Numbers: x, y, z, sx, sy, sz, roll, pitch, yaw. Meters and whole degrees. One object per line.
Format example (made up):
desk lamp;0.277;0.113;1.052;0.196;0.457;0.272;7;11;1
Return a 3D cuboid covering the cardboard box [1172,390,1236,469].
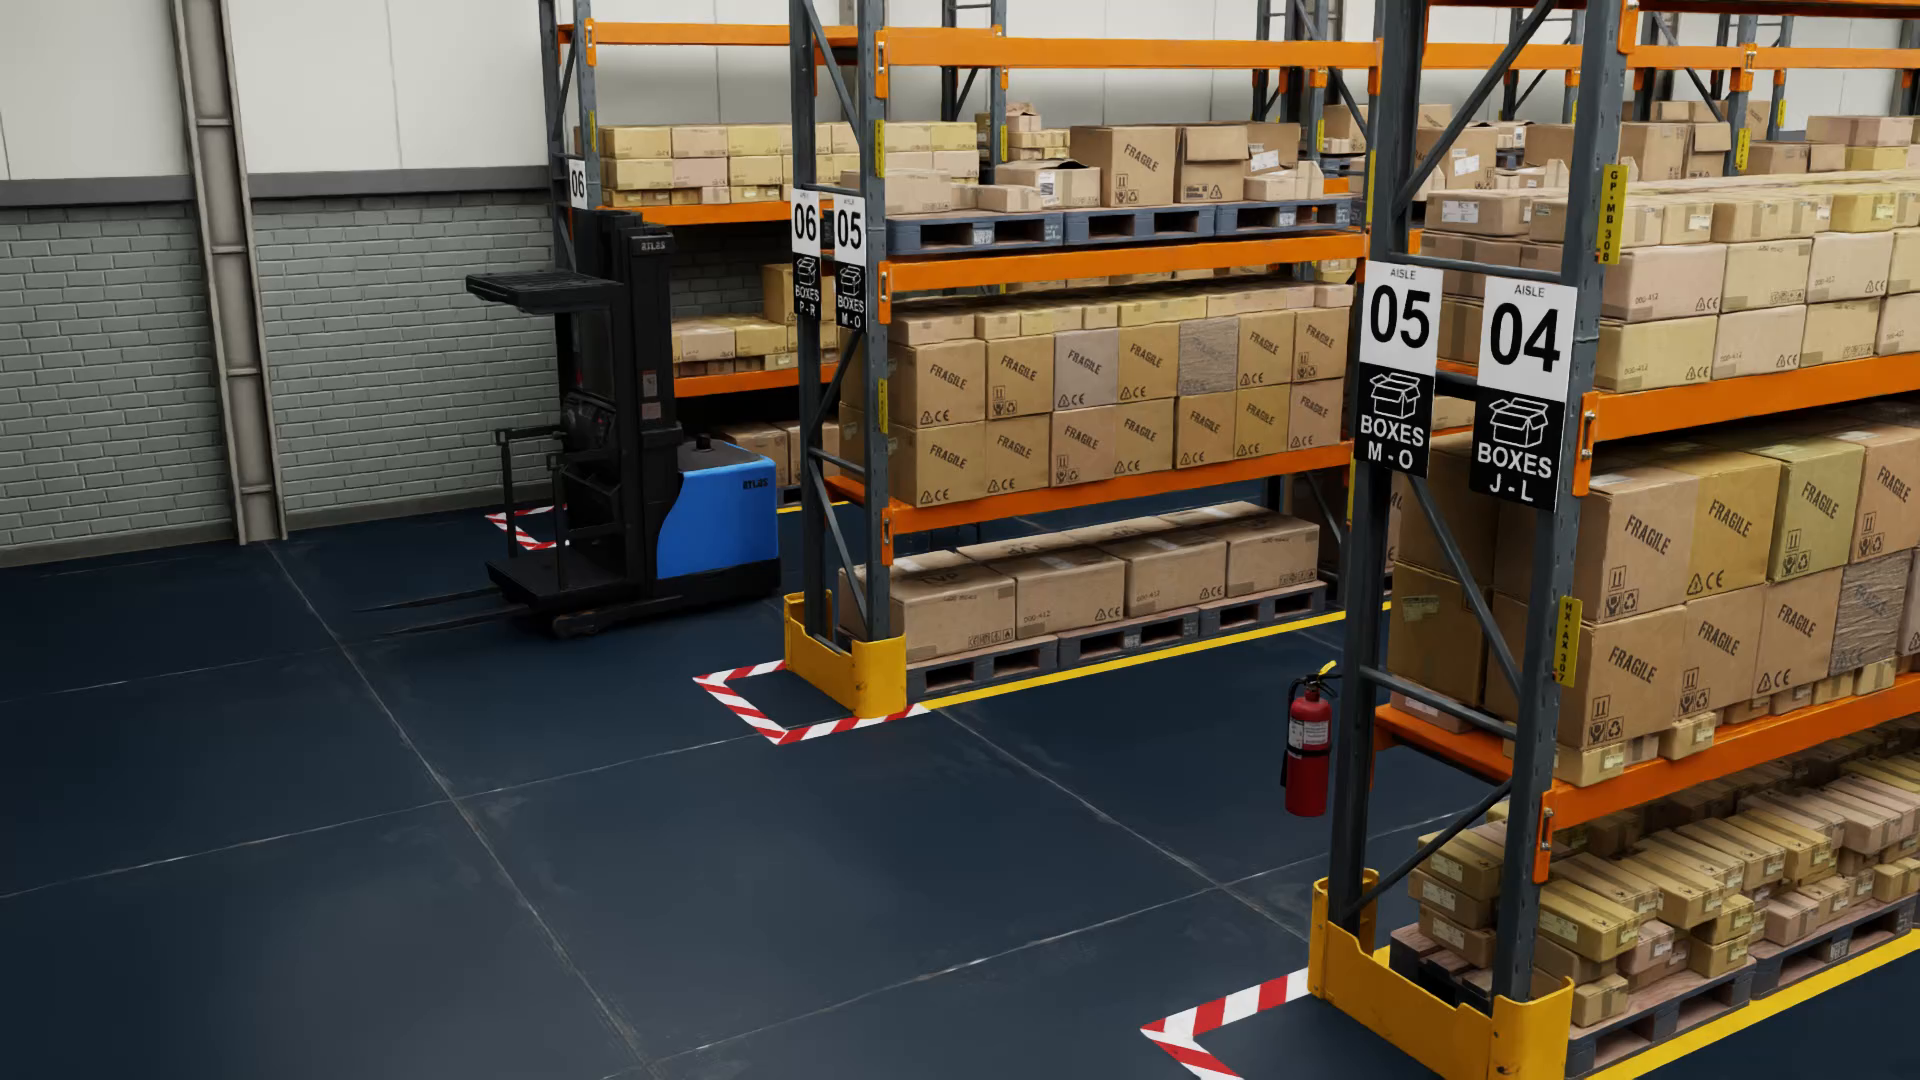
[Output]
cardboard box;1.558;-0.813;11.567;0.500;0.500;0.500;-10;18;-31

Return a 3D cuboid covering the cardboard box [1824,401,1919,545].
cardboard box;4.171;-0.307;7.359;0.500;0.500;0.500;-9;18;-28

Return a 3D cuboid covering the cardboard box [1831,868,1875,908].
cardboard box;4.015;1.565;7.772;0.250;0.149;0.380;-9;18;-29

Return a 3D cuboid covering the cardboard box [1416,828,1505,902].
cardboard box;2.216;1.405;7.243;0.250;0.149;0.380;-9;18;-29

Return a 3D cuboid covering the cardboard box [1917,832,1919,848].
cardboard box;4.504;1.335;8.041;0.250;0.149;0.380;-9;18;-29

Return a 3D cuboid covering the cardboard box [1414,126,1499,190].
cardboard box;3.590;-2.784;12.265;0.500;0.500;0.500;-10;18;-31

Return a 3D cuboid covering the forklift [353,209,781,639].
forklift;-2.885;-0.865;12.065;3.031;2.935;1.130;-11;19;-34

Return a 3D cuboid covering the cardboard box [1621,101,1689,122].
cardboard box;8.708;-5.285;20.995;0.637;0.503;0.797;-9;18;-28

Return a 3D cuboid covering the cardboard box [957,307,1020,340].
cardboard box;0.174;-1.368;10.493;0.250;0.149;0.380;-9;18;-28

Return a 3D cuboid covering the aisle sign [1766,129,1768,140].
aisle sign;10.620;-5.043;22.027;0.004;0.787;0.394;-9;18;-30

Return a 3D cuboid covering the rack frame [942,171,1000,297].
rack frame;0.126;-2.182;16.637;0.127;3.000;1.000;-9;18;-30

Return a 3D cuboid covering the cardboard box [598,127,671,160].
cardboard box;-2.793;-3.386;14.174;0.500;0.250;0.500;-9;18;-30

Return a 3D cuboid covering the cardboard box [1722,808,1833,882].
cardboard box;3.635;1.355;7.420;0.250;0.149;0.380;-9;18;-29

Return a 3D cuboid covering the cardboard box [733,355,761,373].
cardboard box;-2.005;-1.637;15.159;0.250;0.149;0.380;-9;18;-29

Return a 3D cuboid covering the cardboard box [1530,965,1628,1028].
cardboard box;2.507;1.825;6.847;0.250;0.149;0.380;-9;18;-29

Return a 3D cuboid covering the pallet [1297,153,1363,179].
pallet;4.091;-4.207;18.652;1.003;0.211;1.213;-8;18;-27

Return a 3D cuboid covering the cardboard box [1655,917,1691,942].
cardboard box;2.902;1.587;7.143;0.250;0.149;0.380;-9;18;-29

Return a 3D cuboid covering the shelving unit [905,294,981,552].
shelving unit;-0.142;-0.988;14.044;0.503;2.100;0.431;-9;18;-30

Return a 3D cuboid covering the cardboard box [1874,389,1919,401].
cardboard box;4.373;-0.494;8.026;0.500;0.500;0.500;-10;18;-31

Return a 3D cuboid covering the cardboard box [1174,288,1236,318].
cardboard box;1.681;-1.633;11.440;0.250;0.149;0.380;-9;18;-30

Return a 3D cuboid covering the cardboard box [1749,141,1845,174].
cardboard box;7.407;-3.303;14.887;0.637;0.503;0.797;-9;18;-30

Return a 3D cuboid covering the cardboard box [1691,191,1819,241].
cardboard box;2.994;-1.230;6.296;0.250;0.149;0.380;-9;18;-29

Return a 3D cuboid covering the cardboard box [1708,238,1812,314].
cardboard box;2.850;-1.034;6.334;0.500;0.250;0.500;-9;18;-30

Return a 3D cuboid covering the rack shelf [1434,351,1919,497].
rack shelf;3.607;-0.723;7.207;4.000;0.370;1.077;-9;18;-30

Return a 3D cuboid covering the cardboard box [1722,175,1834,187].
cardboard box;3.578;-1.513;7.304;0.250;0.149;0.380;-10;18;-31

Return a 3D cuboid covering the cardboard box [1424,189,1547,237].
cardboard box;2.026;-1.266;6.425;0.250;0.149;0.380;-9;18;-30

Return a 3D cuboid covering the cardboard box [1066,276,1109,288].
cardboard box;1.100;-2.520;16.879;0.500;0.500;0.700;-9;18;-29

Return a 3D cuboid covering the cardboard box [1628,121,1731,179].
cardboard box;5.869;-3.199;13.739;0.637;0.503;0.797;-11;19;-33

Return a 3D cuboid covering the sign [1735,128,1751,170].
sign;6.393;-3.192;13.579;0.005;0.325;0.100;-9;18;-30

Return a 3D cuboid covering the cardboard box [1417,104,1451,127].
cardboard box;5.174;-4.667;18.795;0.500;0.500;0.500;-9;18;-28

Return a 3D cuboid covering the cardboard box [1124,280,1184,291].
cardboard box;1.385;-1.757;11.882;0.250;0.149;0.380;-10;18;-31

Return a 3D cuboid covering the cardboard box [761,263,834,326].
cardboard box;-1.489;-2.268;15.280;0.500;0.500;0.500;-9;18;-28

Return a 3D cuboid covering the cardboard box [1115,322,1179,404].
cardboard box;1.119;-1.225;11.185;0.500;0.500;0.500;-9;18;-29

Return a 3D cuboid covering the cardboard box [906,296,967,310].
cardboard box;-0.156;-1.513;11.009;0.250;0.149;0.380;-9;18;-30

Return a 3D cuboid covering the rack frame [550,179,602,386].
rack frame;-3.303;-1.626;14.654;0.127;3.000;1.000;-9;18;-30

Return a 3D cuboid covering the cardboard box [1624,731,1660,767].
cardboard box;2.536;0.760;6.608;0.250;0.149;0.380;-8;18;-28

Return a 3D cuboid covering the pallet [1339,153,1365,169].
pallet;5.048;-4.363;19.209;1.213;0.211;1.003;-8;18;-27

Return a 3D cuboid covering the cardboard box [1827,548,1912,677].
cardboard box;3.726;0.245;7.241;0.500;0.500;0.500;-10;18;-31

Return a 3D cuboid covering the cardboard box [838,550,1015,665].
cardboard box;-0.229;0.438;11.258;0.875;0.438;0.875;-10;18;-32

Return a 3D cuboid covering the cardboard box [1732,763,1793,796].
cardboard box;3.798;1.167;8.091;0.250;0.149;0.380;-10;19;-32

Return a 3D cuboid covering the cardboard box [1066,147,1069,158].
cardboard box;0.993;-3.791;16.322;0.250;0.149;0.380;-9;18;-29

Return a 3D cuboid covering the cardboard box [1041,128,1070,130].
cardboard box;0.970;-4.080;16.800;0.250;0.149;0.380;-9;18;-28

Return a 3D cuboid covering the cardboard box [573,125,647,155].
cardboard box;-3.065;-3.509;14.612;0.500;0.250;0.500;-10;18;-31

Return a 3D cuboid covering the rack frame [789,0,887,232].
rack frame;-0.743;-3.367;9.749;0.127;3.000;1.000;-9;18;-30

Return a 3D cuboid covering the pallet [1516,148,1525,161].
pallet;7.701;-4.821;20.656;1.213;0.211;1.003;-9;18;-30

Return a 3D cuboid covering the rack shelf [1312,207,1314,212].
rack shelf;1.840;-3.558;17.321;4.000;0.370;1.077;-9;18;-30

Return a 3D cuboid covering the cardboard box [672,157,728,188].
cardboard box;-2.356;-3.215;14.493;0.500;0.250;0.500;-9;18;-29

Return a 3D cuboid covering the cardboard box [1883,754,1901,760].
cardboard box;4.675;1.156;8.680;0.250;0.149;0.380;-9;18;-29

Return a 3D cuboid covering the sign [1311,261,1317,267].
sign;3.842;-3.133;18.032;0.005;0.325;0.100;-9;18;-30

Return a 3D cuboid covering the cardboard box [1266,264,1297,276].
cardboard box;3.797;-3.034;19.026;0.500;0.250;0.500;-9;18;-28

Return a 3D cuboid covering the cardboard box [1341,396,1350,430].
cardboard box;3.199;-0.962;12.563;0.500;0.250;0.500;-10;18;-31

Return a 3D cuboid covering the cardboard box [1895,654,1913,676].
cardboard box;4.076;0.494;7.556;0.250;0.149;0.380;-10;18;-31

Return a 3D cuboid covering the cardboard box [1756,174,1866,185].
cardboard box;3.796;-1.552;7.444;0.250;0.149;0.380;-8;18;-27

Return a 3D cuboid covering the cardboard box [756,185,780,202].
cardboard box;-1.802;-3.112;14.862;0.250;0.149;0.380;-9;18;-30

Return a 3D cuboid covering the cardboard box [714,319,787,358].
cardboard box;-1.910;-1.839;15.141;0.500;0.250;0.500;-10;18;-31

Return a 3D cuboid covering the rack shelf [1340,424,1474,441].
rack shelf;4.400;-0.966;13.631;4.000;0.370;1.077;-9;18;-30

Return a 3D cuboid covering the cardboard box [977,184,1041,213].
cardboard box;0.308;-2.150;10.467;0.250;0.149;0.380;-8;18;-28
